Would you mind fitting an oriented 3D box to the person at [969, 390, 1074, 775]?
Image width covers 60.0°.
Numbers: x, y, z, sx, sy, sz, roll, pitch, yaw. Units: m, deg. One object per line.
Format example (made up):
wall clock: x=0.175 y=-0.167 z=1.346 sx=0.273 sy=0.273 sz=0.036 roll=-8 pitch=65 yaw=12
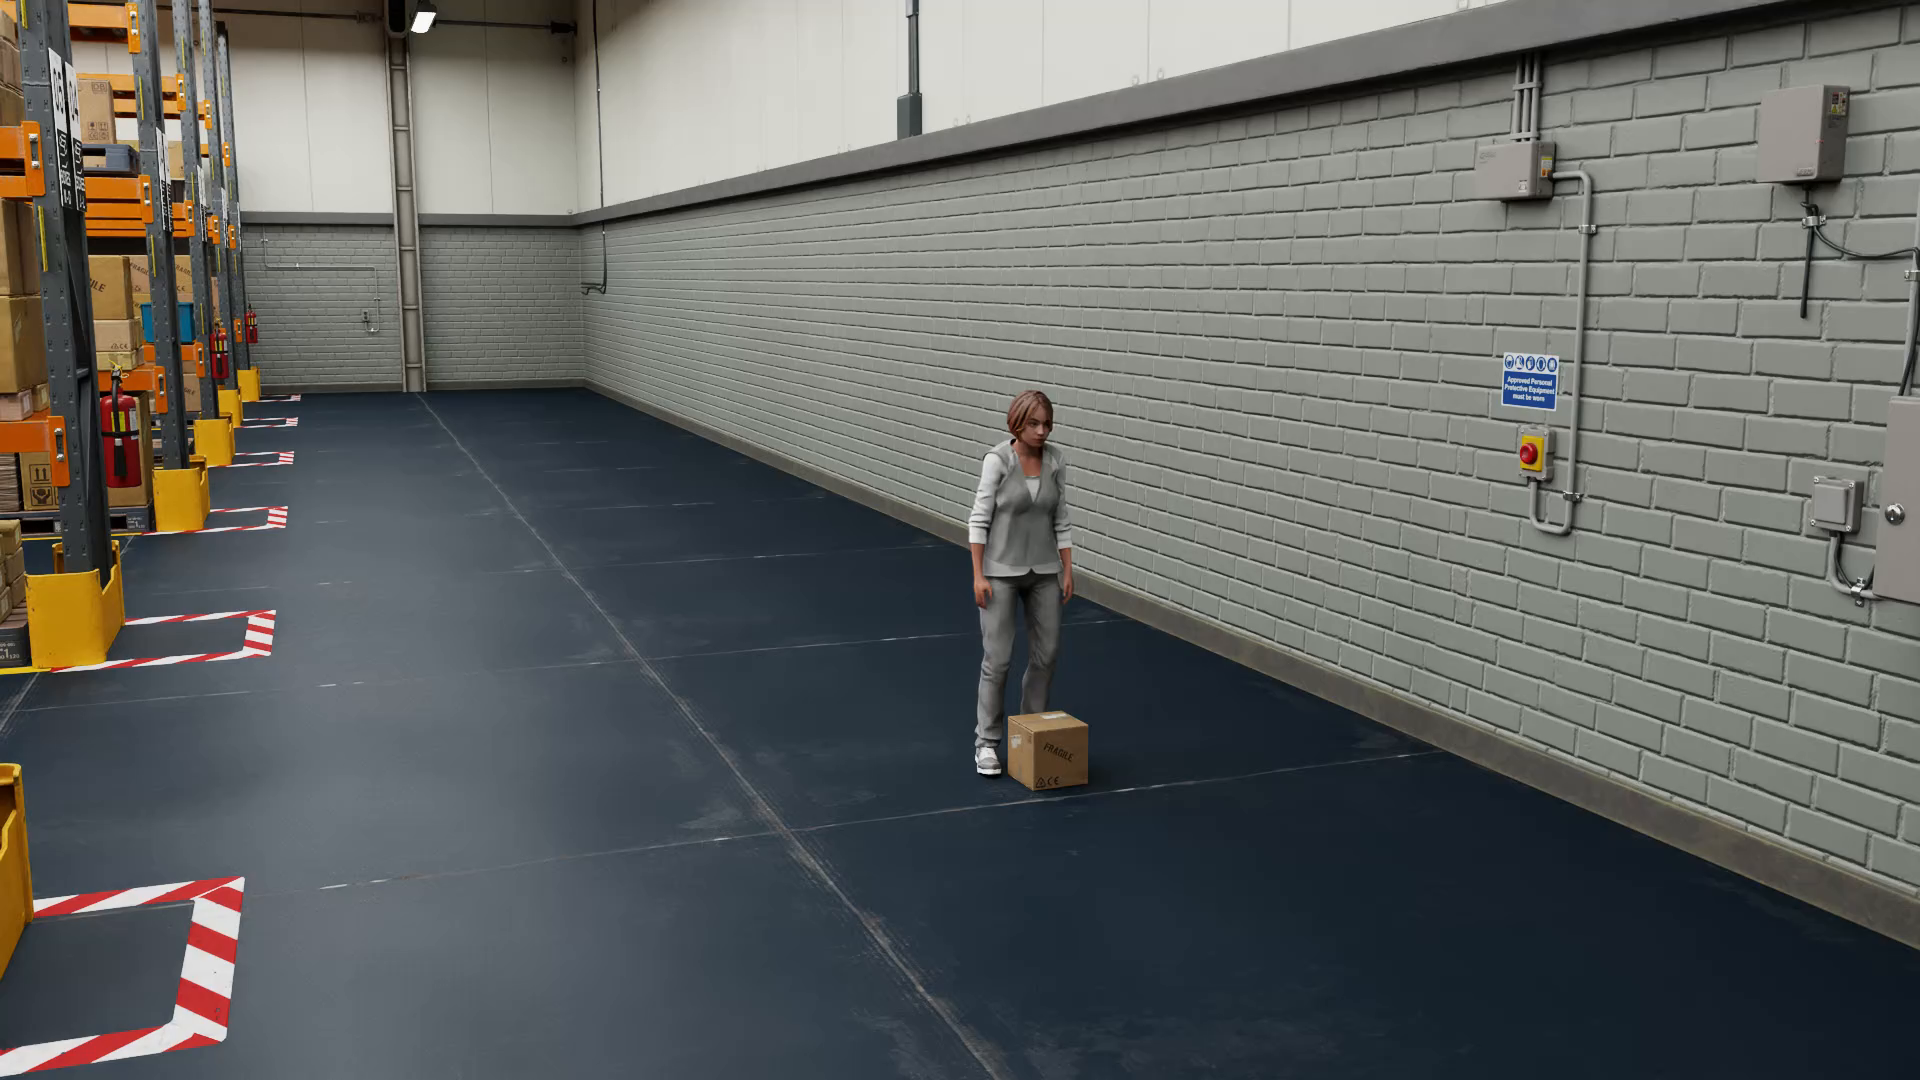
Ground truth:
person: x=0.261 y=0.167 z=6.962 sx=0.460 sy=1.592 sz=0.344 roll=-3 pitch=10 yaw=-21
